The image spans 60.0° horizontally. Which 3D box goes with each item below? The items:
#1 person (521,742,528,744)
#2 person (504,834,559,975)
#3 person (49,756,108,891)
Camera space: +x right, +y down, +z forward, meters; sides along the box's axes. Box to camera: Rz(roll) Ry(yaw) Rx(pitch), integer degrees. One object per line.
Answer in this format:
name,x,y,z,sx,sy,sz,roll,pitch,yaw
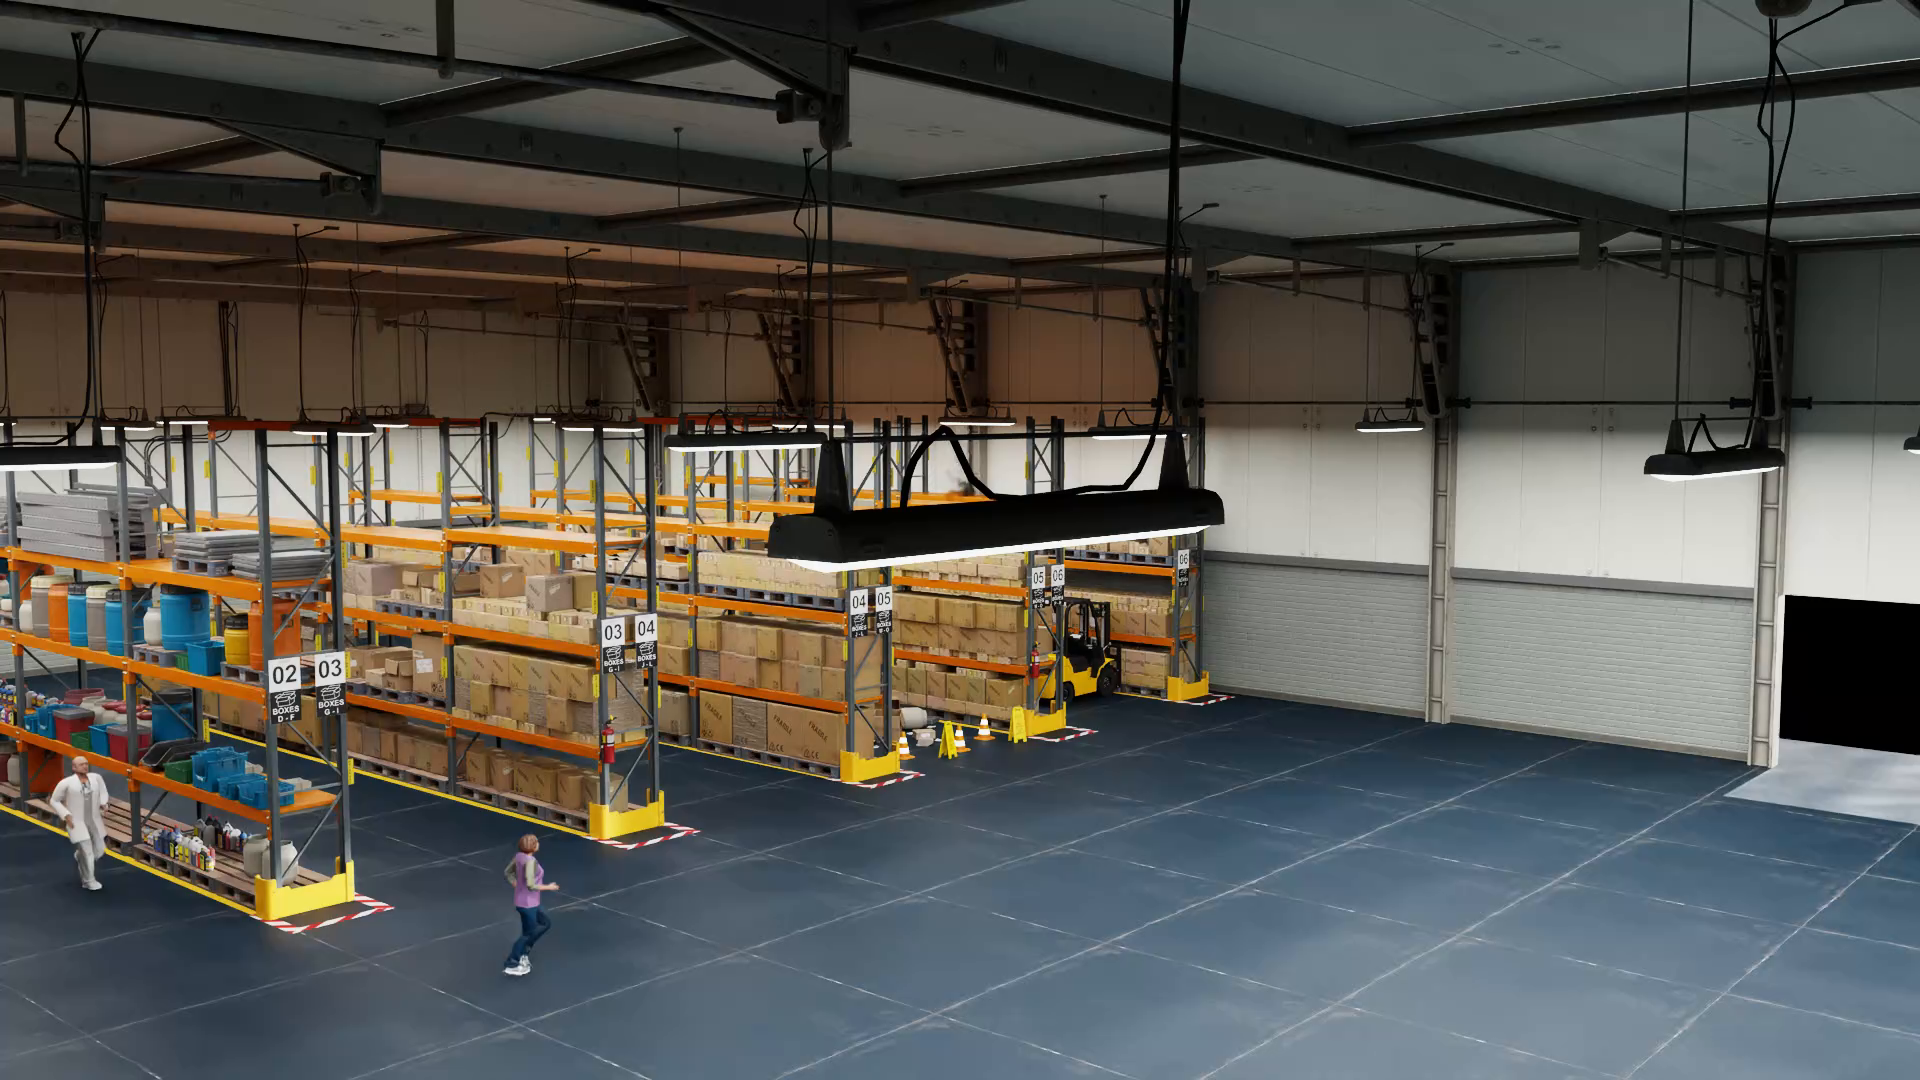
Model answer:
person,-7.902,2.906,30.655,0.587,1.740,0.683,3,5,30
person,-4.742,4.011,18.363,0.603,1.566,0.533,-2,5,-23
person,-11.416,3.664,21.618,0.724,1.734,0.704,4,6,38
